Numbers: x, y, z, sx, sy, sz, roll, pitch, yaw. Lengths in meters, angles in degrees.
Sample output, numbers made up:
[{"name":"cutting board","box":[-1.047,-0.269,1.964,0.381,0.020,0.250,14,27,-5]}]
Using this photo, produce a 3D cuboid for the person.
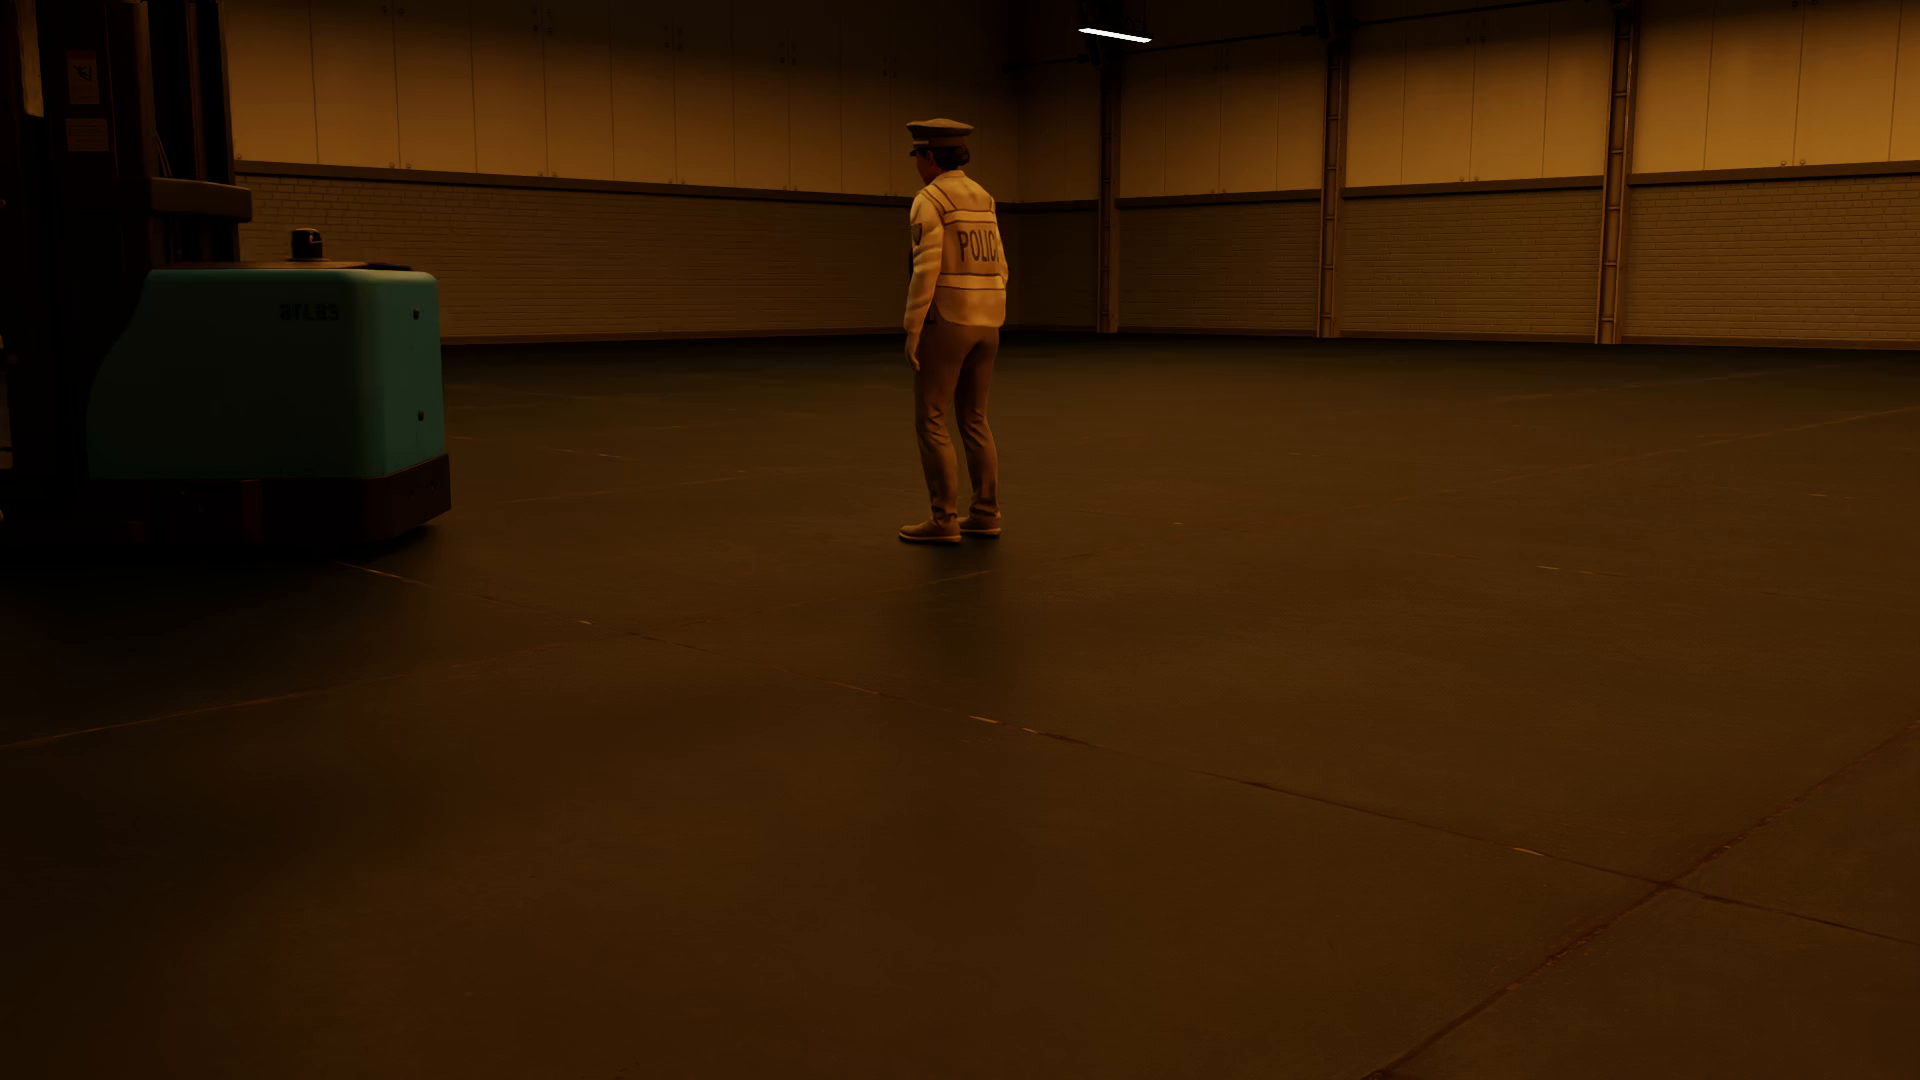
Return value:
[{"name":"person","box":[-0.028,-0.823,6.606,0.372,1.663,0.529,8,11,41]}]

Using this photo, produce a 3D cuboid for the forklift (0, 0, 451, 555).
[{"name":"forklift","box":[-3.668,-1.435,6.407,3.031,2.935,1.130,0,9,-3]}]
